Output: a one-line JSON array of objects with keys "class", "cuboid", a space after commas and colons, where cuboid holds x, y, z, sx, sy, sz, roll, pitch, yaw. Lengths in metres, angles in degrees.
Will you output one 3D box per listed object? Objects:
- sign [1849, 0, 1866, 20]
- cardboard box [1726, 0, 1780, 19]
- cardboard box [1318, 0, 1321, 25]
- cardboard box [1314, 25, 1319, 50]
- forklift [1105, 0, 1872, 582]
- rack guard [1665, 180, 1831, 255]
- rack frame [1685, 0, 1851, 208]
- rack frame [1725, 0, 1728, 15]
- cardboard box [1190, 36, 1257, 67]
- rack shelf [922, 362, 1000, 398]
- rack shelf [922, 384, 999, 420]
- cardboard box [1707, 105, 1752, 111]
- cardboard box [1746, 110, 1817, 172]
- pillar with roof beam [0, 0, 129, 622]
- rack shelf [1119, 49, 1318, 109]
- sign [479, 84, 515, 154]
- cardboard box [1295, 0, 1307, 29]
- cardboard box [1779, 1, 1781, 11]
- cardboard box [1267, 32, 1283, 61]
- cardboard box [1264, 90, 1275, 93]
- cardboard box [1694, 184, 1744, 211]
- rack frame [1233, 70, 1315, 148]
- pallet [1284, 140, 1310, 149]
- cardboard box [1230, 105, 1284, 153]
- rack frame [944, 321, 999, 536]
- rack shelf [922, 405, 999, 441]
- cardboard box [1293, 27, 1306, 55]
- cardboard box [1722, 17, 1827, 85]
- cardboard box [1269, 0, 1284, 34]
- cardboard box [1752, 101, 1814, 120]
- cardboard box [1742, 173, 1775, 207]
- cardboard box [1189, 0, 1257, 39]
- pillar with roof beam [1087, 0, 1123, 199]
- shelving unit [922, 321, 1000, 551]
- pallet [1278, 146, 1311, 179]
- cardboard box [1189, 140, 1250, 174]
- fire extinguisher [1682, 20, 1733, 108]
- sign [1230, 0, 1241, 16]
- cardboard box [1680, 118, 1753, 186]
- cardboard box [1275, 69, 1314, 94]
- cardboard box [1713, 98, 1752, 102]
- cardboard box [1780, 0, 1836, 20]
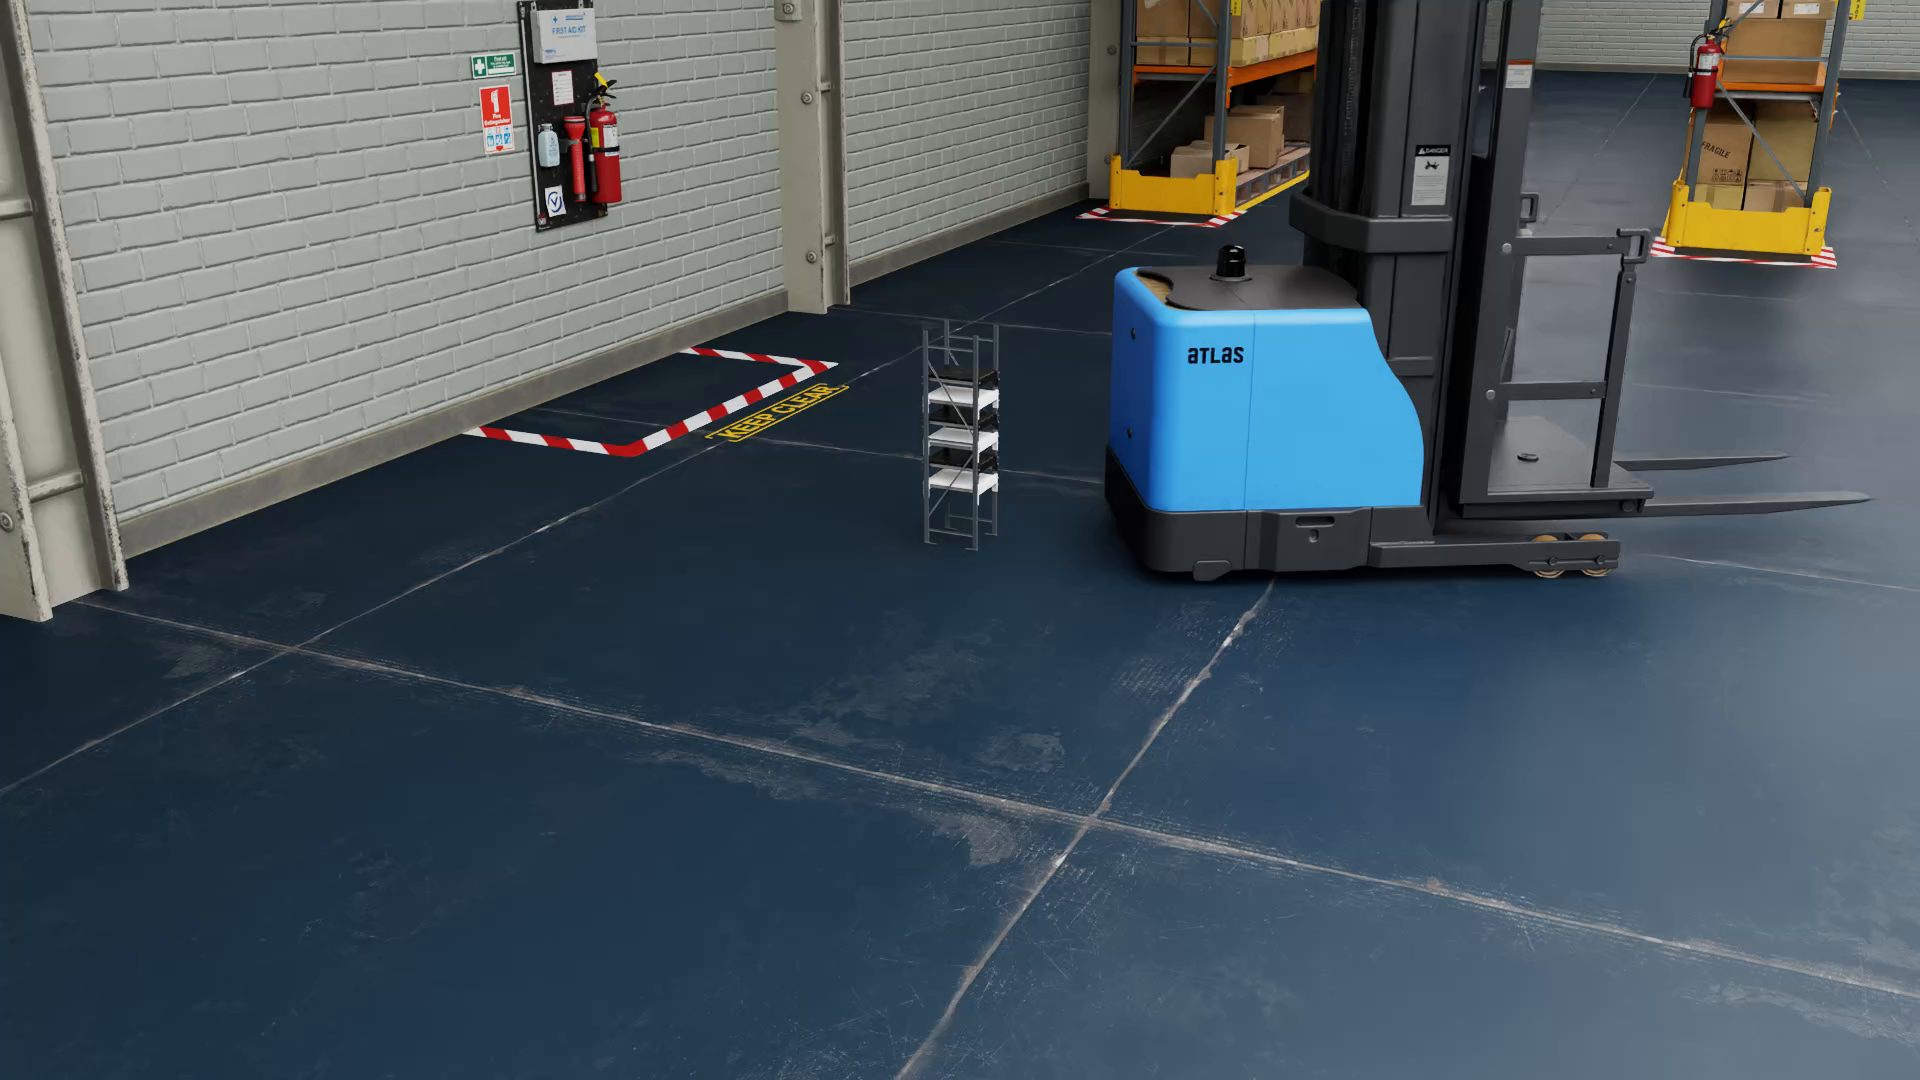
[{"class": "sign", "cuboid": [6.999, -4.217, 12.939, 0.100, 0.325, 0.005, 9, 21, 23]}, {"class": "cardboard box", "cuboid": [6.477, -4.345, 13.593, 0.380, 0.149, 0.250, 8, 21, 22]}, {"class": "cardboard box", "cuboid": [3.700, -5.856, 18.033, 0.500, 0.500, 0.500, 8, 21, 23]}, {"class": "cardboard box", "cuboid": [3.694, -5.503, 18.161, 0.500, 0.250, 0.500, 9, 21, 23]}, {"class": "forklift", "cuboid": [2.180, -1.405, 6.546, 3.031, 2.935, 1.130, -2, 20, -5]}, {"class": "rack guard", "cuboid": [6.485, -2.664, 13.715, 1.175, 0.500, 0.348, 9, 21, 23]}, {"class": "rack frame", "cuboid": [6.495, -3.850, 13.317, 1.000, 3.000, 0.127, 9, 21, 23]}, {"class": "rack frame", "cuboid": [9.771, -6.295, 20.193, 1.000, 3.000, 0.127, 9, 21, 23]}, {"class": "cardboard box", "cuboid": [2.463, -4.572, 15.543, 0.500, 0.250, 0.500, 8, 21, 21]}, {"class": "rack shelf", "cuboid": [0.003, -0.649, 6.746, 0.258, 0.077, 0.200, 9, 21, 23]}, {"class": "rack shelf", "cuboid": [0.003, -0.565, 6.776, 0.258, 0.077, 0.200, 9, 21, 23]}, {"class": "cardboard box", "cuboid": [7.045, -3.770, 15.452, 0.500, 0.500, 0.500, 9, 21, 23]}, {"class": "cardboard box", "cuboid": [7.313, -3.546, 14.822, 0.500, 0.500, 0.500, 9, 21, 23]}, {"class": "pillar with roof beam", "cuboid": [0.485, -3.428, 3.179, 9.100, 9.000, 0.400, 9, 21, 23]}, {"class": "rack shelf", "cuboid": [2.793, -4.801, 17.064, 1.077, 0.370, 4.000, 9, 21, 23]}, {"class": "sign", "cuboid": [-2.353, -2.138, 8.452, 0.001, 0.329, 0.234, 9, 21, 23]}, {"class": "cardboard box", "cuboid": [3.285, -5.550, 17.173, 0.500, 0.500, 0.500, 8, 21, 21]}, {"class": "cardboard box", "cuboid": [7.166, -4.527, 14.103, 0.380, 0.149, 0.250, 8, 21, 22]}, {"class": "cardboard box", "cuboid": [2.877, -4.888, 16.431, 0.500, 0.250, 0.500, 8, 21, 22]}, {"class": "cardboard box", "cuboid": [4.064, -5.173, 20.111, 0.700, 0.500, 0.500, 8, 21, 22]}, {"class": "cardboard box", "cuboid": [6.445, -2.956, 14.282, 0.500, 0.250, 0.500, 9, 21, 23]}, {"class": "rack frame", "cuboid": [3.612, -5.751, 18.663, 1.000, 3.000, 0.127, 9, 21, 23]}, {"class": "pallet", "cuboid": [3.929, -4.675, 19.800, 1.003, 0.211, 1.213, 9, 21, 23]}, {"class": "cardboard box", "cuboid": [3.223, -4.458, 18.101, 0.500, 0.500, 0.500, 7, 21, 19]}, {"class": "rack frame", "cuboid": [0.045, -0.458, 6.912, 0.240, 0.900, 0.006, 9, 21, 23]}, {"class": "rack shelf", "cuboid": [0.003, -0.480, 6.806, 0.258, 0.077, 0.200, 9, 21, 23]}, {"class": "cardboard box", "cuboid": [3.291, -5.196, 17.297, 0.500, 0.250, 0.500, 8, 21, 22]}, {"class": "cardboard box", "cuboid": [6.698, -4.038, 13.696, 0.700, 0.500, 0.500, 9, 21, 23]}, {"class": "cardboard box", "cuboid": [2.872, -5.232, 16.278, 0.500, 0.500, 0.500, 8, 21, 21]}, {"class": "cardboard box", "cuboid": [7.725, -3.852, 15.680, 0.500, 0.500, 0.500, 9, 21, 23]}, {"class": "cardboard box", "cuboid": [7.119, -3.039, 14.513, 0.500, 0.250, 0.500, 9, 21, 23]}, {"class": "cardboard box", "cuboid": [2.444, -4.925, 15.415, 0.500, 0.500, 0.500, 9, 21, 23]}, {"class": "pillar with roof beam", "cuboid": [5.399, -7.097, 13.494, 9.100, 9.000, 0.400, 9, 21, 23]}, {"class": "shelving unit", "cuboid": [0.003, -0.426, 6.825, 0.258, 0.900, 0.210, 9, 21, 23]}, {"class": "pallet", "cuboid": [3.369, -4.227, 18.539, 1.003, 0.211, 1.213, 9, 21, 23]}, {"class": "cardboard box", "cuboid": [2.573, -3.842, 16.652, 0.500, 0.311, 0.500, 11, 22, 27]}, {"class": "fire extinguisher", "cuboid": [6.022, -3.841, 13.407, 0.296, 0.674, 0.183, 9, 21, 23]}, {"class": "sign", "cuboid": [2.469, -4.862, 14.870, 0.100, 0.325, 0.005, 9, 21, 23]}, {"class": "cardboard box", "cuboid": [6.443, -3.310, 14.157, 0.500, 0.500, 0.500, 9, 21, 23]}, {"class": "cardboard box", "cuboid": [4.075, -5.496, 19.901, 0.500, 0.250, 0.500, 8, 21, 22]}, {"class": "cardboard box", "cuboid": [7.460, -4.075, 16.309, 0.500, 0.500, 0.500, 9, 21, 23]}, {"class": "cardboard box", "cuboid": [6.852, -4.293, 13.445, 0.380, 0.149, 0.250, 8, 21, 22]}]
